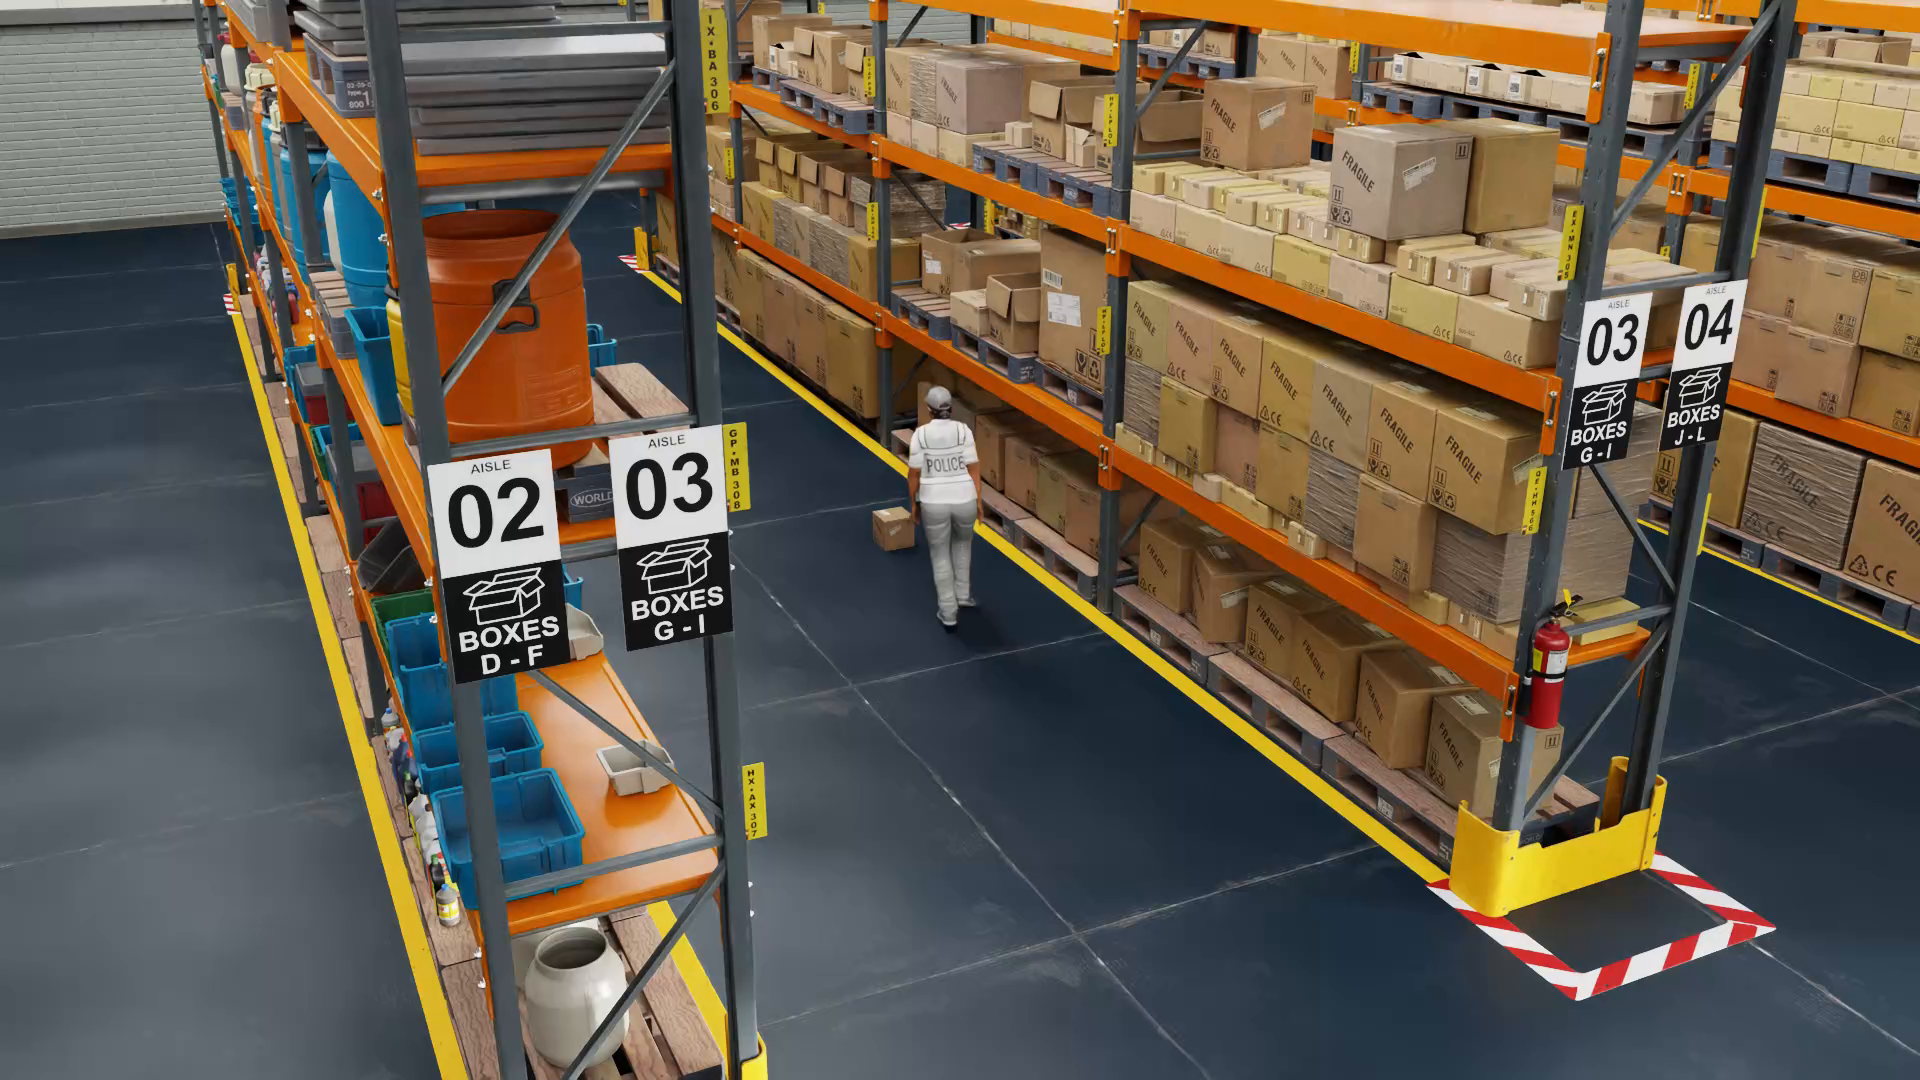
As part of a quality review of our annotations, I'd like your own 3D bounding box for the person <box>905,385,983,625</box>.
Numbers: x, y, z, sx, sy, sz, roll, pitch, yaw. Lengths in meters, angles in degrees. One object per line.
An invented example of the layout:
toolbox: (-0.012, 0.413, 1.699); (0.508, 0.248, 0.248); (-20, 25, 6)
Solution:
person: (-0.120, -0.239, 11.624); (0.506, 1.689, 0.680); (-5, 23, -12)
